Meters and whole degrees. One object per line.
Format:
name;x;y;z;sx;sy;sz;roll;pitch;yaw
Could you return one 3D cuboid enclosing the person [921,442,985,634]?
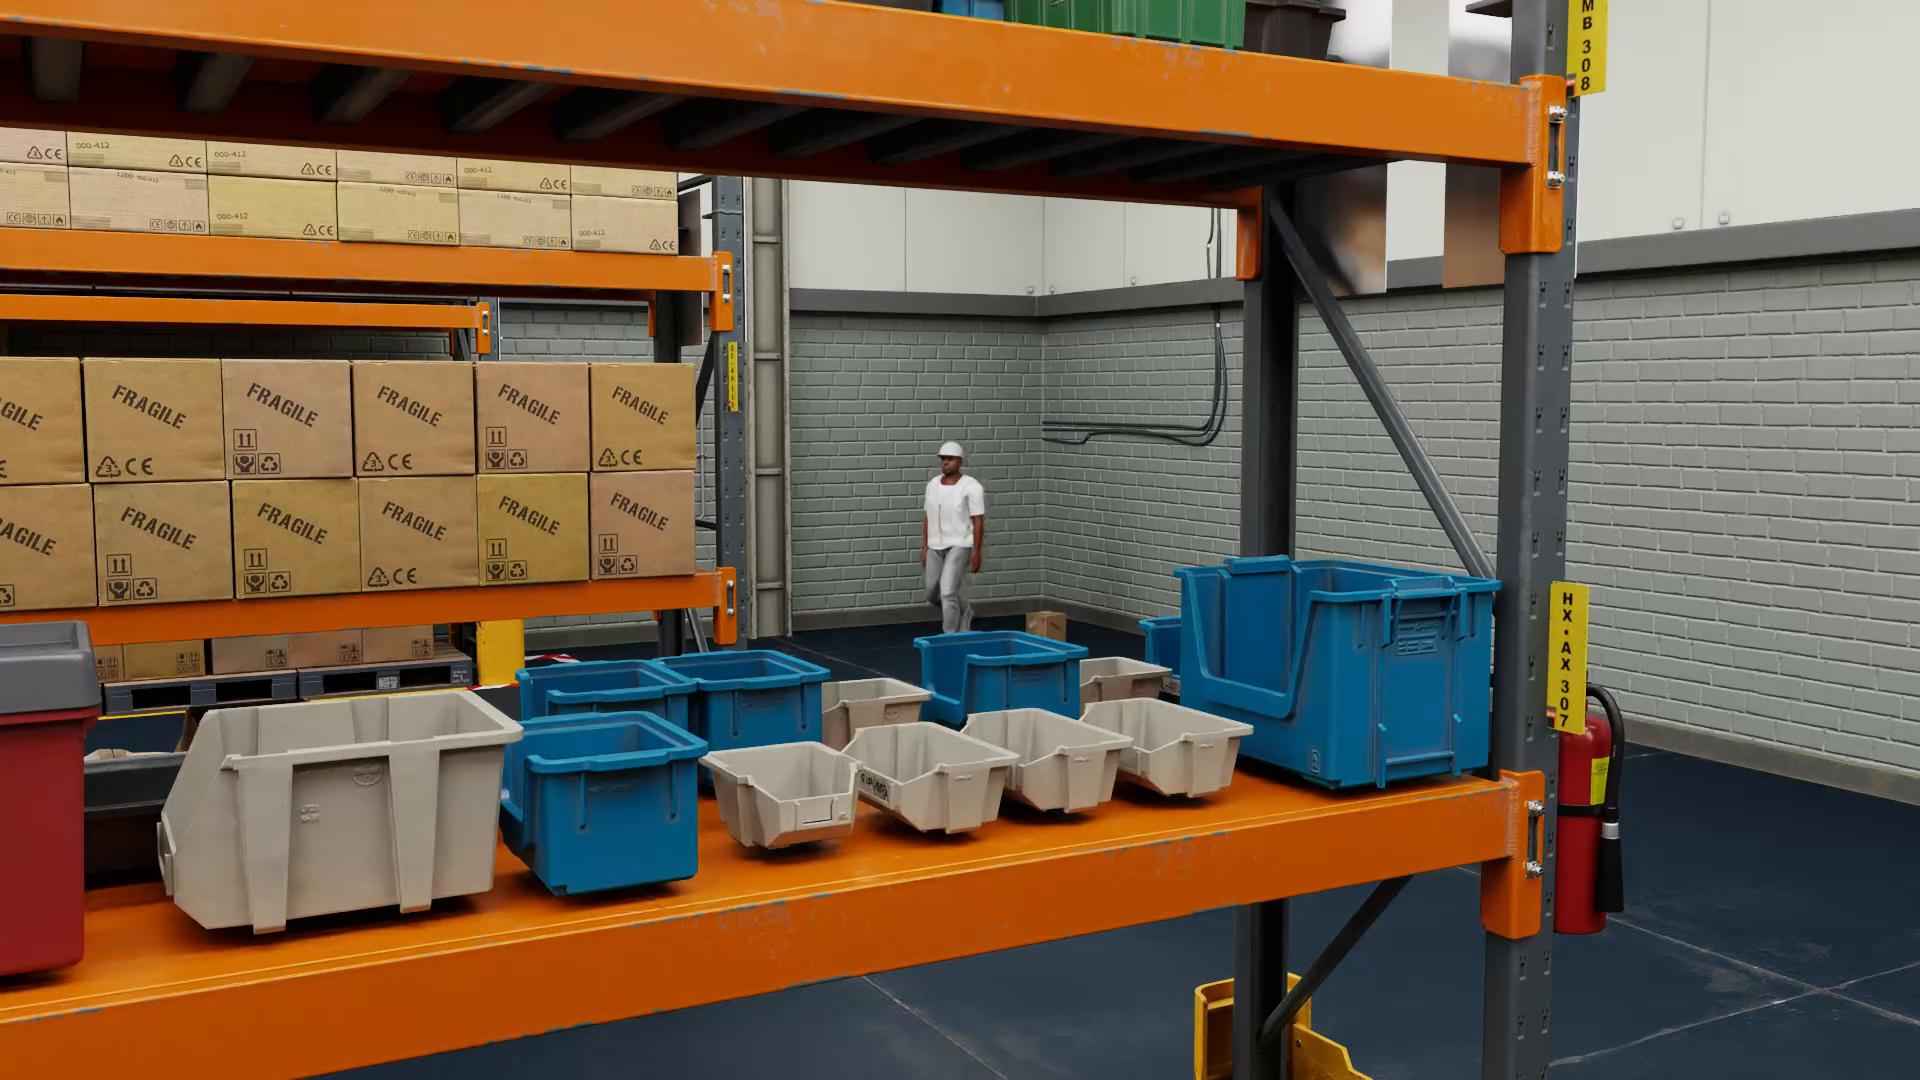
person;-0.050;0.057;13.821;0.578;1.749;0.770;4;6;36
